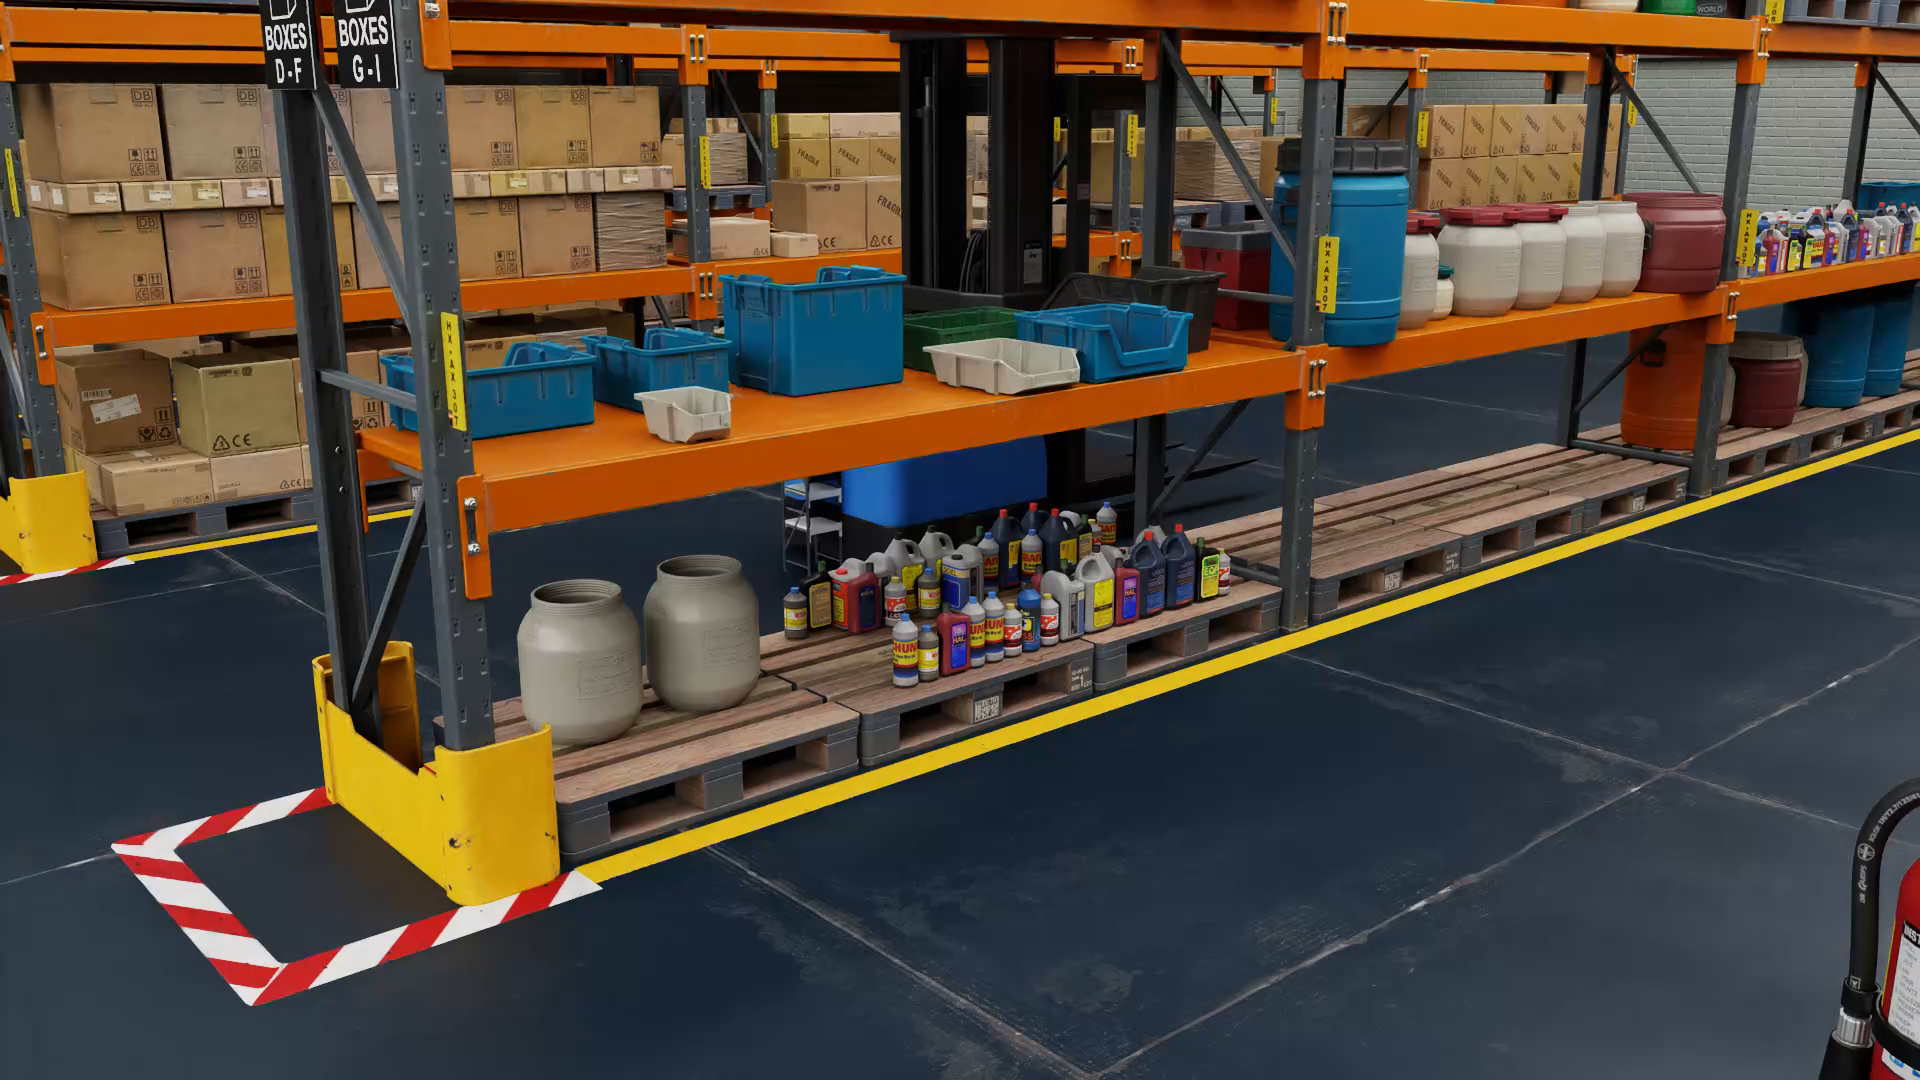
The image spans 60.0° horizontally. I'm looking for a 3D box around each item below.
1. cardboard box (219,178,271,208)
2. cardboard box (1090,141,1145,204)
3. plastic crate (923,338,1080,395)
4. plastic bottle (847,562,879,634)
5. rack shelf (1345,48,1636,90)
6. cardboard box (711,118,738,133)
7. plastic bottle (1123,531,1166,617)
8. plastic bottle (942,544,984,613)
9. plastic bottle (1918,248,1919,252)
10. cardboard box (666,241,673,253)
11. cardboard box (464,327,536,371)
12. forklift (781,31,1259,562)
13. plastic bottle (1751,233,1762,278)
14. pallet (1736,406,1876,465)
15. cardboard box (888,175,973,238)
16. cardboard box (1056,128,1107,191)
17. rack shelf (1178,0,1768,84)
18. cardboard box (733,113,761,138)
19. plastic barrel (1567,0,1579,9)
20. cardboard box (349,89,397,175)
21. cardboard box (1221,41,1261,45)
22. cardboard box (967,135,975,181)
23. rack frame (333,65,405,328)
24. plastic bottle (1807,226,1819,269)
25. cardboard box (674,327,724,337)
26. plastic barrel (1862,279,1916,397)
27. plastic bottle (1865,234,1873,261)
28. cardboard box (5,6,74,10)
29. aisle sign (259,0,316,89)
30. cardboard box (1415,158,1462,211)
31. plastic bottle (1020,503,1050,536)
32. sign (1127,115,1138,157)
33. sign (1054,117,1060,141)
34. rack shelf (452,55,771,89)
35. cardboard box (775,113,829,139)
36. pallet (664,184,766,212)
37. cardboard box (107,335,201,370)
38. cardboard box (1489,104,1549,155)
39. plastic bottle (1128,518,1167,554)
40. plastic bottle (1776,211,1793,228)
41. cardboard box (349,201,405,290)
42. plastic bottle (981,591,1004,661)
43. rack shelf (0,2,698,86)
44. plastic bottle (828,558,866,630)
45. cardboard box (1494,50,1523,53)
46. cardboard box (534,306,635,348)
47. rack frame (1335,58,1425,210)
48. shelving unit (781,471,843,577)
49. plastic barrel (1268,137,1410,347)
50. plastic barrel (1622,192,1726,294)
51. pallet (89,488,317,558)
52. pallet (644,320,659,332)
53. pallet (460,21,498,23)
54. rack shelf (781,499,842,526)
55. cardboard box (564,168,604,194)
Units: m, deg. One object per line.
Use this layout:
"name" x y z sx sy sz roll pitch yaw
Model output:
"cardboard box" -4.013 -1.927 9.202 0.250 0.149 0.380 -13 20 -40
"cardboard box" 1.407 -3.146 14.210 0.700 0.500 0.500 8 17 28
"plastic crate" 0.179 -0.672 6.466 0.437 0.136 0.530 -13 19 -39
"plastic bottle" -0.404 0.240 6.950 0.133 0.283 0.061 -13 19 -39
"rack shelf" 5.533 -4.885 17.306 4.000 0.370 1.077 -13 19 -39
"cardboard box" -2.489 -4.240 17.009 0.380 0.149 0.250 13 20 40
"plastic bottle" 0.796 0.141 7.191 0.185 0.351 0.144 -14 20 -42
"plastic bottle" 0.009 0.164 7.250 0.135 0.276 0.152 -13 19 -39
"plastic bottle" 6.912 -2.228 12.018 0.135 0.276 0.152 -13 19 -39
"cardboard box" -3.228 -2.881 16.762 0.500 0.250 0.500 -12 19 -38
"cardboard box" -2.977 -1.037 10.380 0.500 0.500 0.500 -13 19 -39
"forklift" 0.481 -1.521 9.266 3.031 2.935 1.130 -12 19 -39
"plastic bottle" 4.899 -1.764 10.292 0.097 0.271 0.097 0 15 0
"pallet" 5.742 -0.802 11.843 1.213 0.211 1.003 -13 19 -39
"cardboard box" -0.249 -2.528 12.706 0.500 0.500 0.500 -14 20 -42
"cardboard box" 1.189 -4.642 20.233 0.700 0.700 0.980 -12 19 -39
"rack shelf" 2.746 -2.565 8.620 4.000 0.370 1.077 -13 19 -39
"cardboard box" -2.076 -4.422 17.729 0.500 0.250 0.500 -12 19 -38
"plastic barrel" 3.493 -3.396 9.368 0.600 0.901 0.600 0 15 0
"cardboard box" -3.478 -2.433 9.837 0.500 0.500 0.700 -13 19 -39
"cardboard box" 2.090 -4.519 14.350 0.500 0.500 0.910 -13 19 -39
"cardboard box" -0.176 -4.311 18.767 0.500 0.500 0.500 -13 19 -39
"rack frame" -5.266 -3.053 14.866 0.127 3.000 1.000 -13 19 -39
"plastic bottle" 5.523 -1.904 10.816 0.097 0.271 0.097 0 15 0
"cardboard box" -1.894 -1.359 11.952 0.500 0.311 0.500 -13 19 -39
"plastic barrel" 6.851 -1.580 12.604 0.708 0.901 0.600 -13 19 -39
"plastic bottle" 6.185 -2.019 11.382 0.097 0.201 0.097 0 15 0
"cardboard box" -7.049 -4.063 12.604 0.500 0.500 0.500 -12 19 -37
"aisle sign" -2.029 -1.748 4.944 0.004 0.787 0.394 -13 19 -39
"cardboard box" 4.587 -3.526 16.444 0.500 0.500 0.500 -12 19 -38
"plastic bottle" 0.356 -0.001 7.721 0.185 0.351 0.144 -12 19 -38
"sign" 1.373 -3.219 13.243 0.005 0.325 0.100 -13 19 -39
"sign" 1.133 -4.825 19.412 0.005 0.325 0.100 -13 19 -39
"rack shelf" -3.757 -4.493 15.841 4.000 0.370 1.077 -13 19 -39
"cardboard box" -1.715 -4.326 17.371 0.500 0.250 0.500 -12 19 -38
"pallet" -2.716 -3.496 16.898 1.003 0.211 1.213 -13 19 -39
"cardboard box" -6.686 -1.691 13.759 0.500 0.500 0.700 -14 21 -43
"cardboard box" 5.730 -4.263 17.265 0.500 0.500 0.500 -12 19 -38
"plastic bottle" 0.846 0.080 7.418 0.185 0.351 0.144 -13 19 -39
"plastic bottle" 5.975 -2.258 12.132 0.135 0.276 0.152 -13 19 -39
"cardboard box" -3.502 -1.799 9.979 0.500 0.500 0.700 -12 19 -38
"plastic bottle" 0.126 0.338 6.608 0.097 0.271 0.097 0 15 0
"rack shelf" -3.520 -2.852 9.696 4.000 0.370 1.077 -13 19 -39
"plastic bottle" -0.474 0.223 7.028 0.135 0.276 0.152 -12 19 -39
"cardboard box" 5.311 -5.024 16.723 0.500 0.250 0.500 -13 19 -39
"cardboard box" -2.567 -1.308 11.396 0.500 0.500 0.500 -13 19 -39
"rack frame" 4.024 -3.444 16.332 0.127 3.000 1.000 -13 19 -39
"shelving unit" -0.761 -0.268 8.511 0.210 0.900 0.258 -12 19 -39
"plastic barrel" 1.728 -1.373 7.605 0.708 0.901 0.600 -13 19 -39
"plastic barrel" 4.104 -1.730 9.650 0.708 0.536 0.600 -13 19 -39
"pallet" -4.479 -0.202 9.597 1.213 0.211 1.003 -13 19 -39
"pallet" -3.759 -2.046 16.499 1.213 0.211 1.003 -13 19 -39
"pallet" -4.730 -4.495 14.817 1.003 0.211 1.213 -13 19 -39
"rack shelf" -0.761 -0.149 8.542 0.200 0.077 0.258 -12 19 -39
"cardboard box" -2.459 -2.277 10.510 0.250 0.149 0.380 -13 20 -41
